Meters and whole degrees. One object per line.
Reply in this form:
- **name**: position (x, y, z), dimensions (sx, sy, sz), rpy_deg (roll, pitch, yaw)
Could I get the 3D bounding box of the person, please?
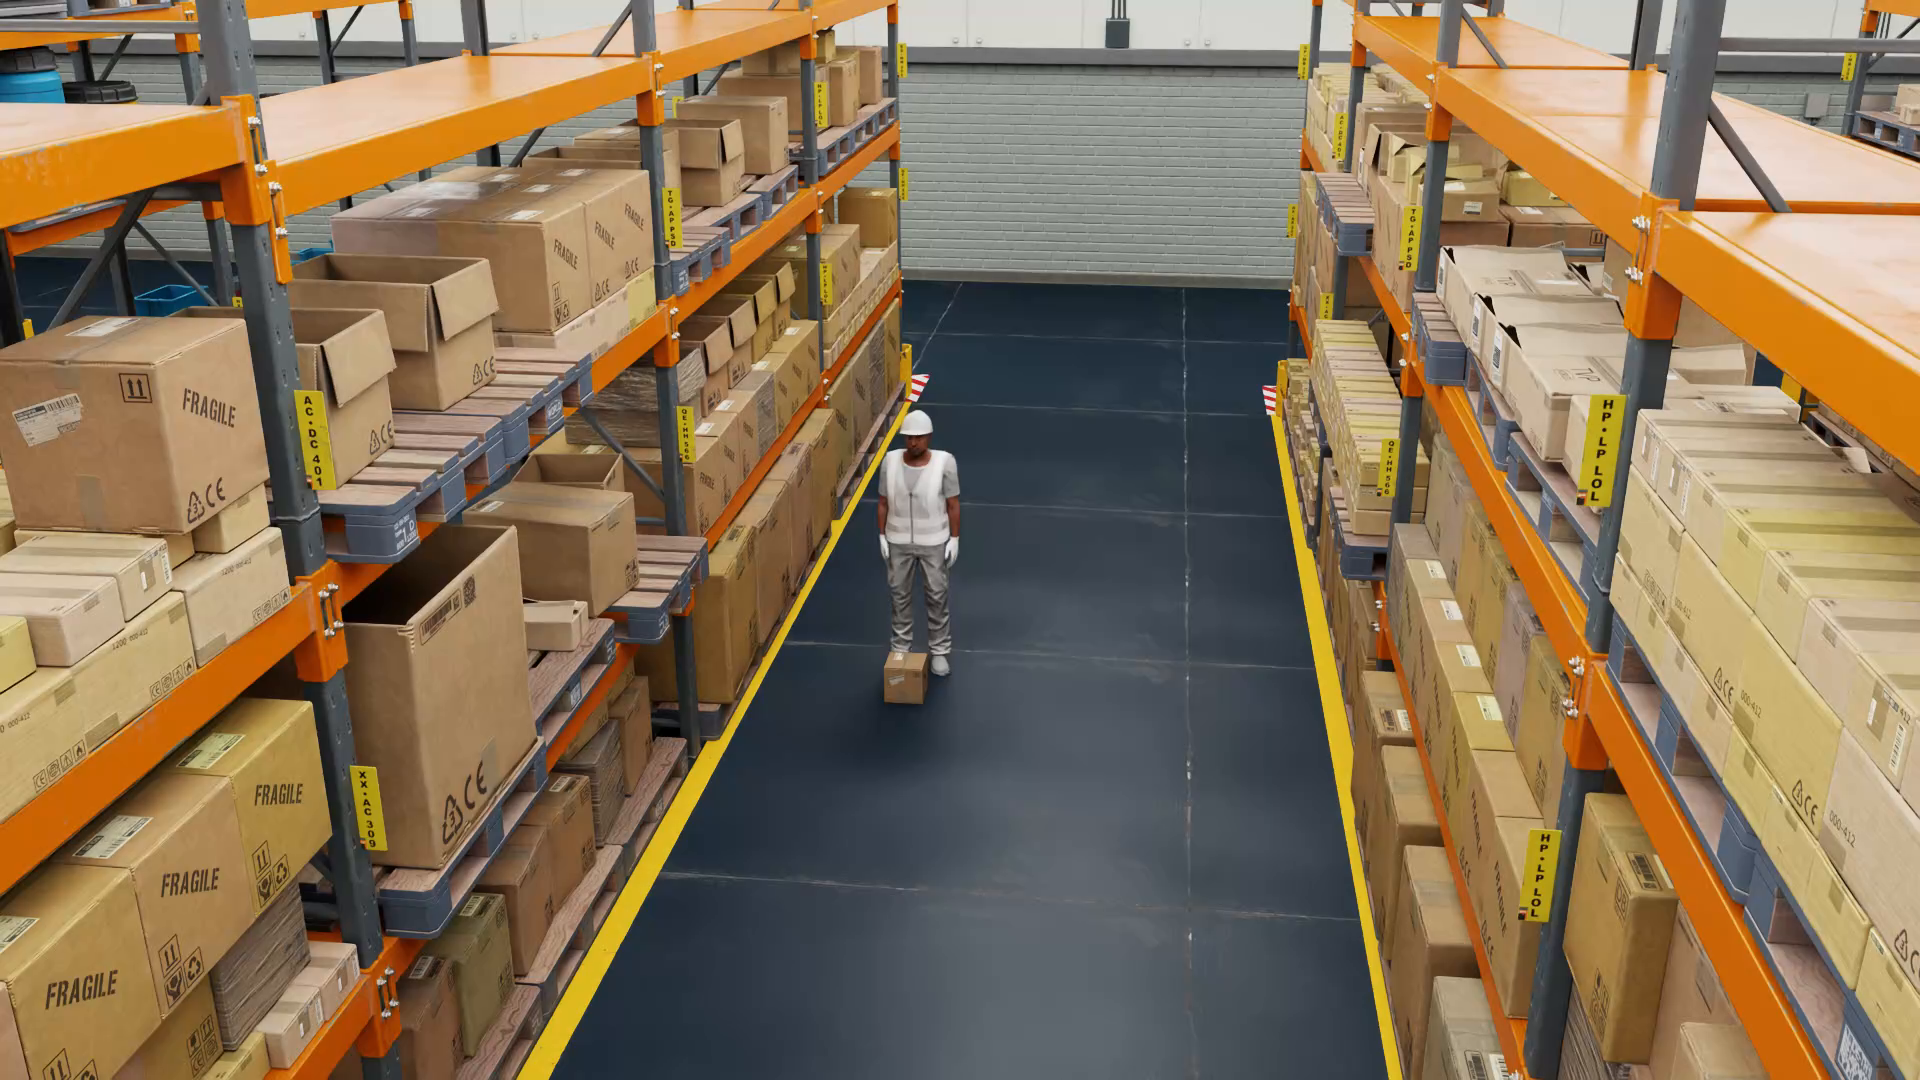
- **person**: position (-0.267, 0.012, 11.025), dimensions (0.548, 1.780, 0.356), rpy_deg (3, 21, 9)
